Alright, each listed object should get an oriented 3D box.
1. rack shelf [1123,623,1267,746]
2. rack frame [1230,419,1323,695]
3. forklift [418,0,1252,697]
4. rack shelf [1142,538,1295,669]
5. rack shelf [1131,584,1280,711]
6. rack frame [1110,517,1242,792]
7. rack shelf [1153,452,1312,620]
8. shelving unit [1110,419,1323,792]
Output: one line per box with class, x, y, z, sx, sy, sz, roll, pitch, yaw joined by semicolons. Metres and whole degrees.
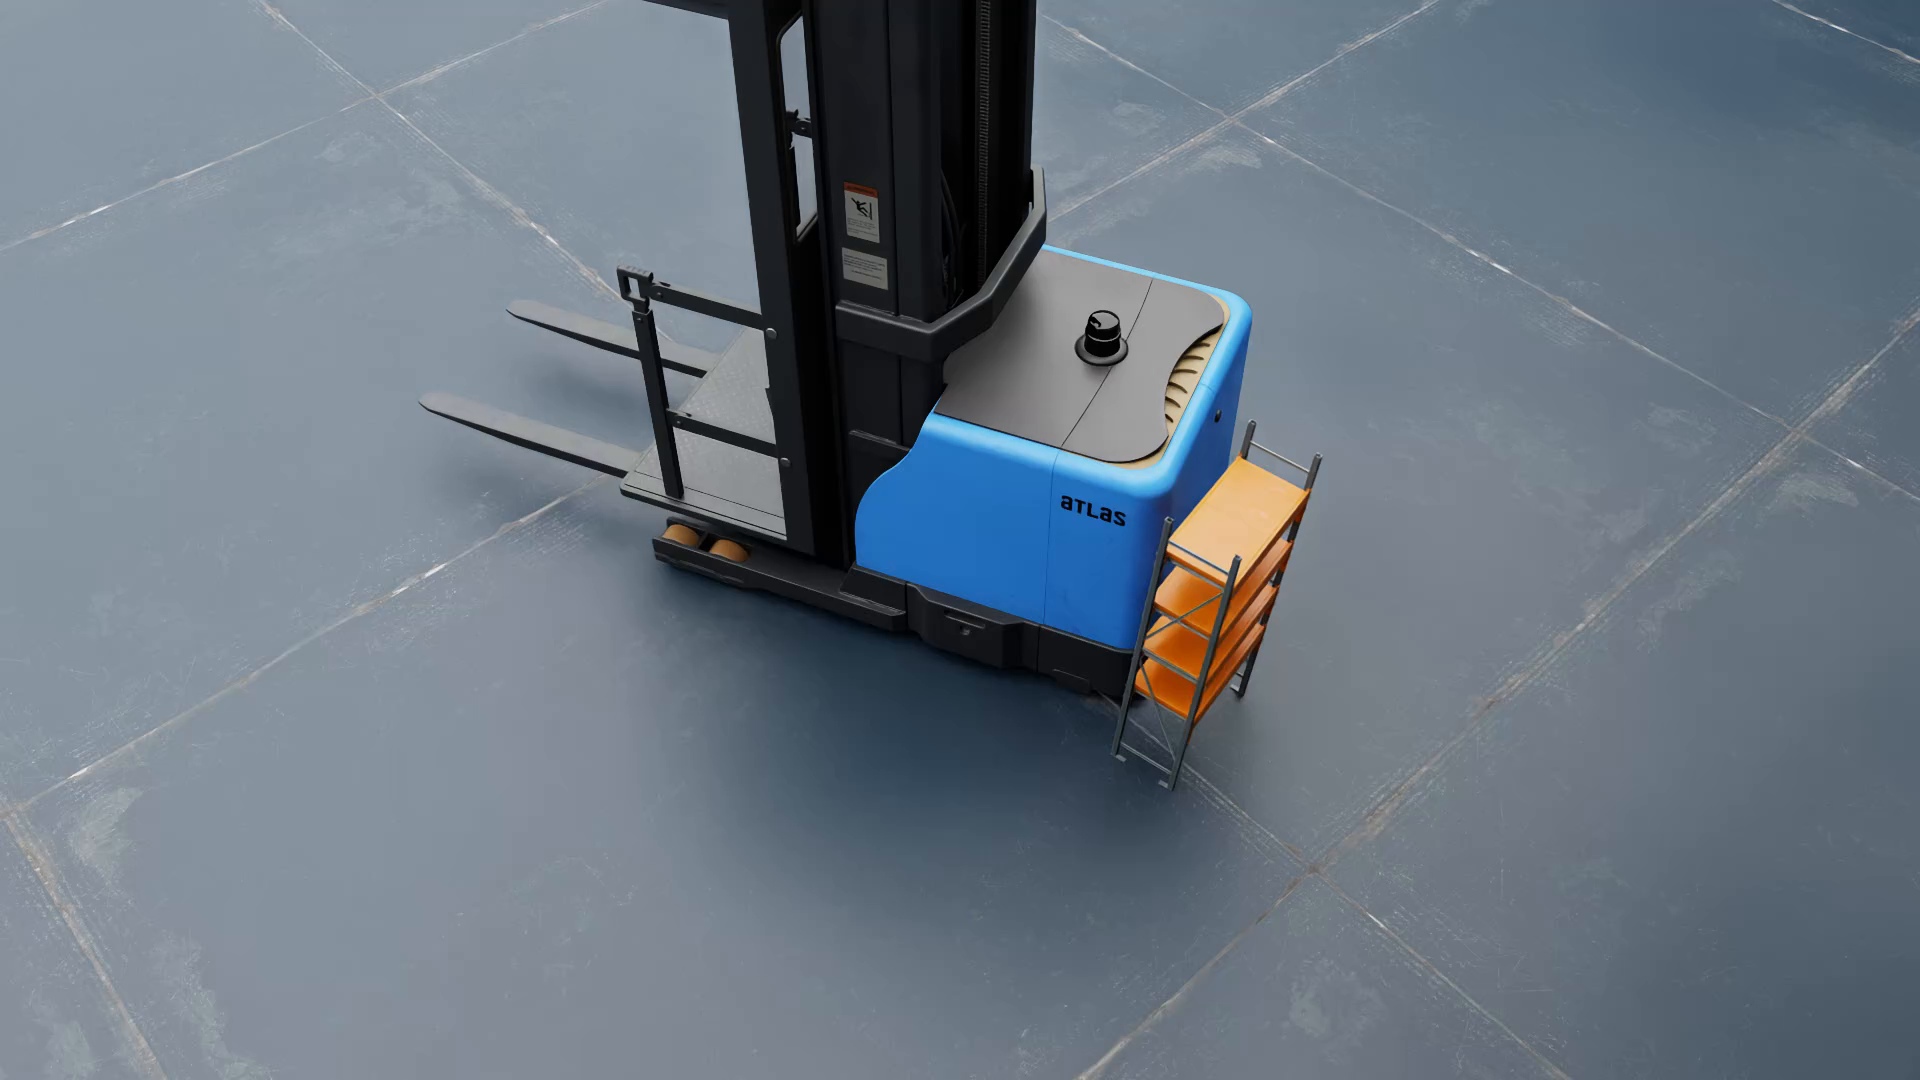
rack shelf;0.764;0.408;5.406;0.258;0.148;0.480;30;54;20
rack frame;0.920;0.089;5.339;0.240;1.200;0.015;30;54;20
forklift;-0.577;-1.172;5.337;3.031;2.935;1.130;17;50;15
rack shelf;0.789;0.135;5.085;0.258;0.148;0.480;30;54;20
rack shelf;0.776;0.279;5.255;0.258;0.148;0.480;30;54;20
rack frame;0.640;0.383;5.069;0.240;1.200;0.015;30;54;20
rack shelf;0.803;-0.018;4.905;0.258;0.148;0.480;30;54;20
shelving unit;0.780;0.236;5.204;0.258;1.200;0.503;30;54;20
